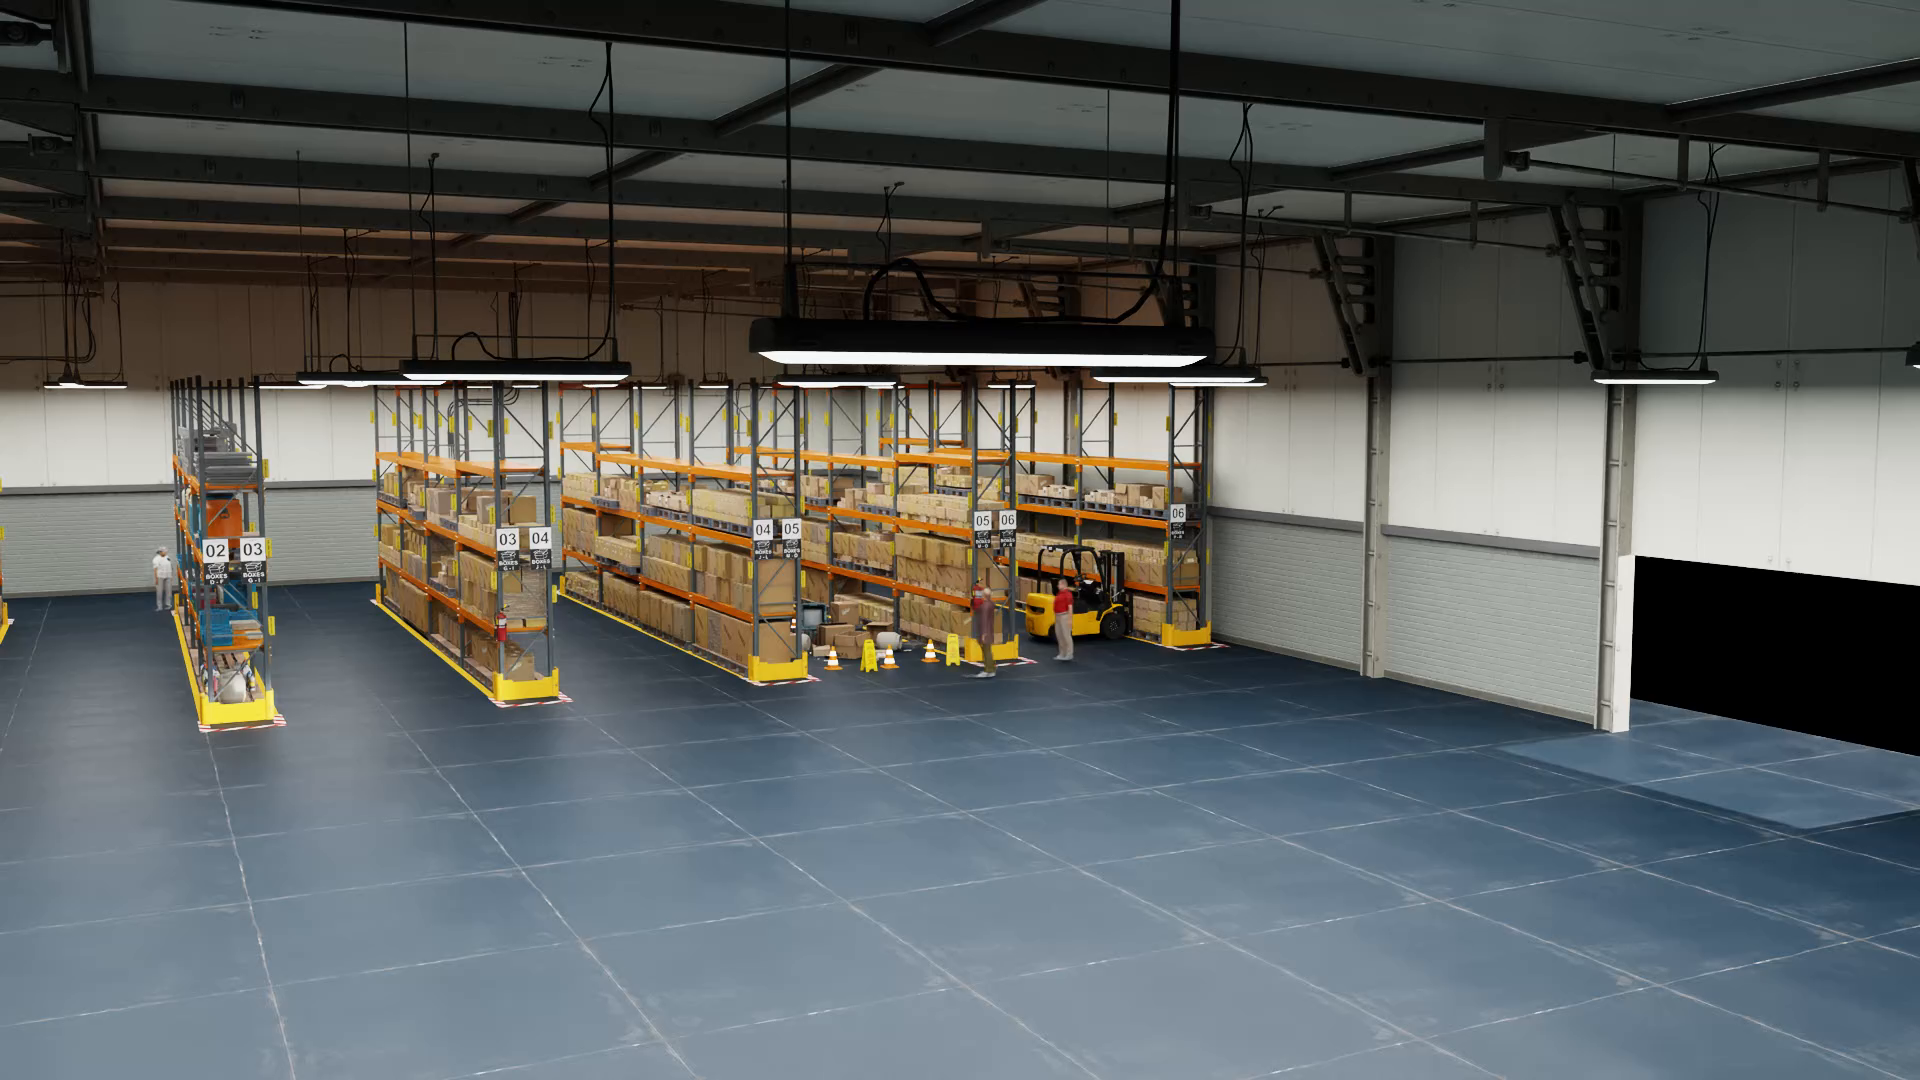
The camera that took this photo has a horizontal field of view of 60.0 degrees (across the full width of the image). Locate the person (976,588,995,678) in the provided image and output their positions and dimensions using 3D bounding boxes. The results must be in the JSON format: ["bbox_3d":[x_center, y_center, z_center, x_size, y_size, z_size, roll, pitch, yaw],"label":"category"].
[{"bbox_3d":[0.516,1.872,33.424,0.404,1.819,0.596,1,5,7],"label":"person"}]

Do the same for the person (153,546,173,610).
[{"bbox_3d":[-20.962,1.000,43.708,0.404,1.675,0.499,3,6,32],"label":"person"}]

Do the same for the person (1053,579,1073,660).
[{"bbox_3d":[2.211,1.715,35.540,0.424,1.764,0.647,-3,6,-29],"label":"person"}]
